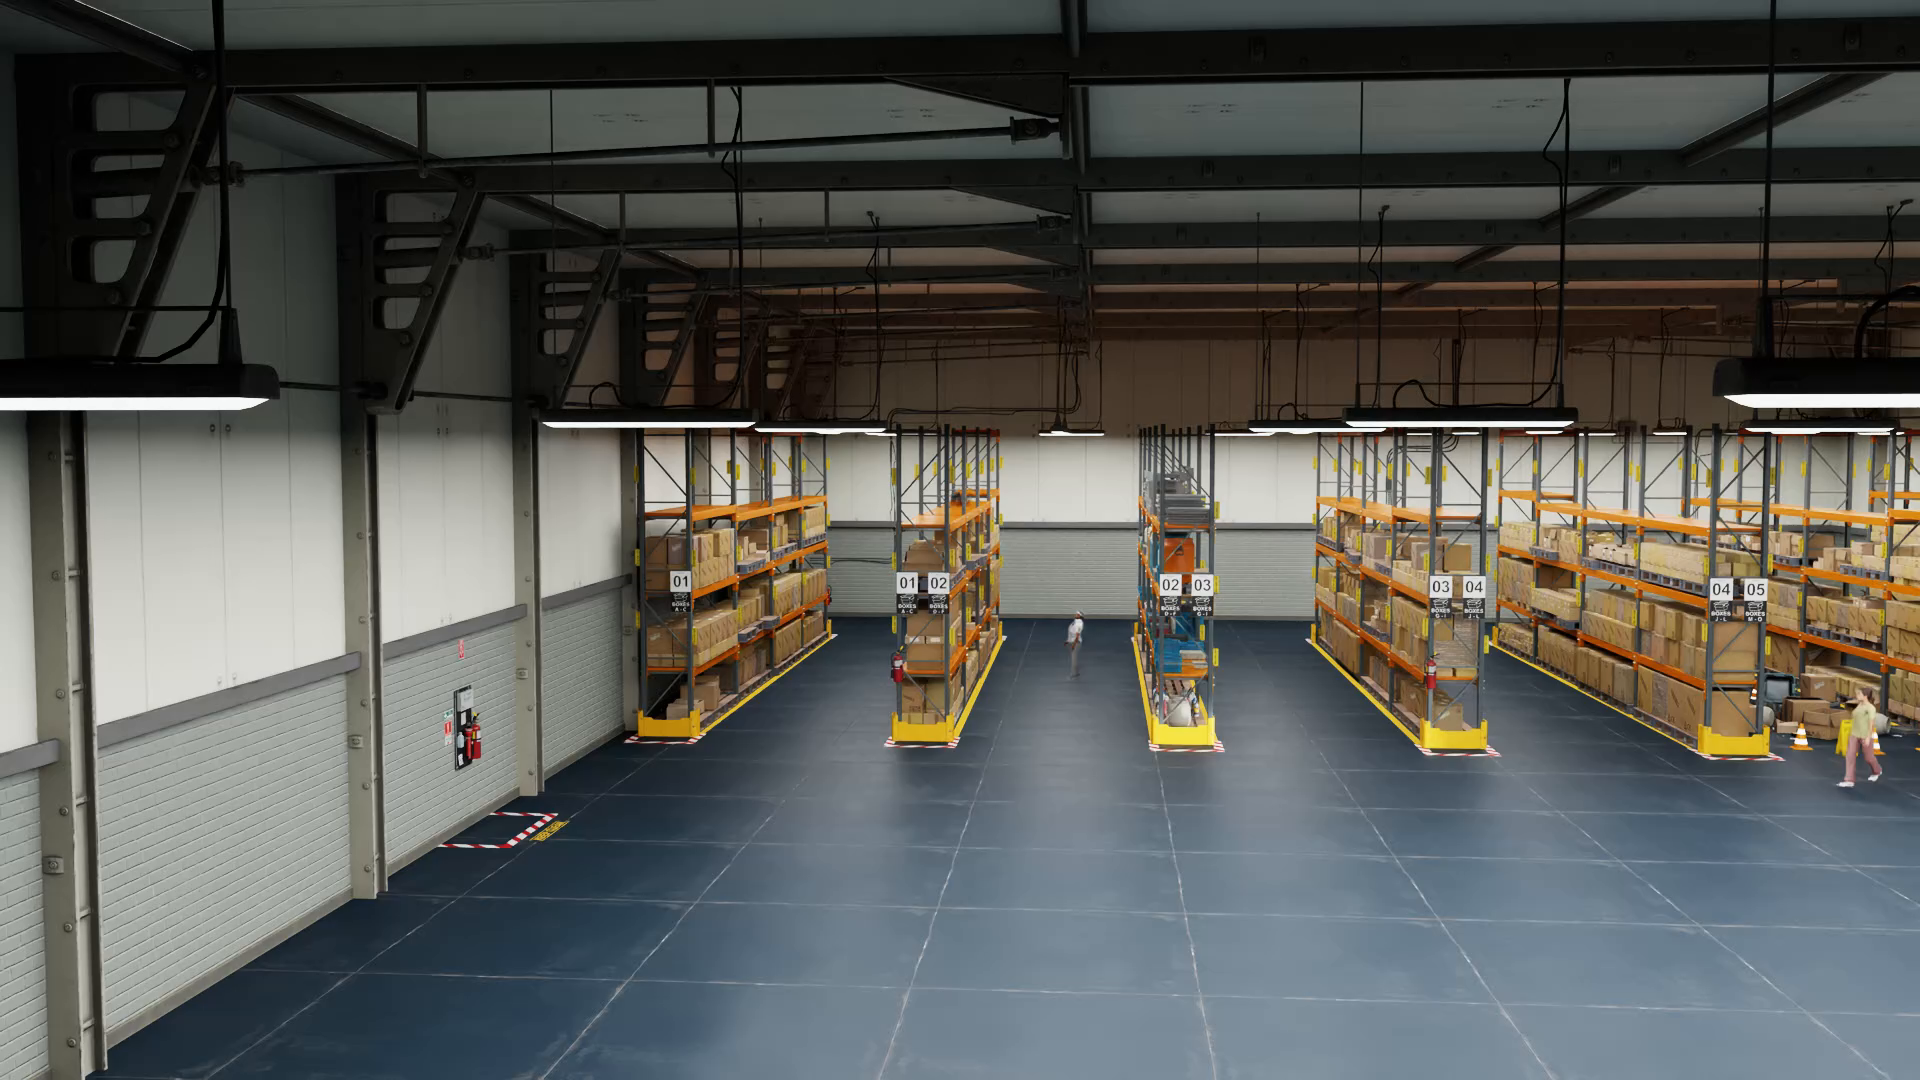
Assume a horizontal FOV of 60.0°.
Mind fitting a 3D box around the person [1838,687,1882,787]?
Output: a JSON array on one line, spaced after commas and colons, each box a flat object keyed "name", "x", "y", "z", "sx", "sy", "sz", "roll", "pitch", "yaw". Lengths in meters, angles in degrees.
[{"name": "person", "x": 14.864, "y": 3.236, "z": 27.361, "sx": 0.957, "sy": 1.640, "sz": 0.432, "roll": -3, "pitch": 5, "yaw": -40}]

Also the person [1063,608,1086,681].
[{"name": "person", "x": 2.709, "y": 2.482, "z": 39.663, "sx": 0.608, "sy": 1.714, "sz": 0.489, "roll": -2, "pitch": 4, "yaw": -25}]
